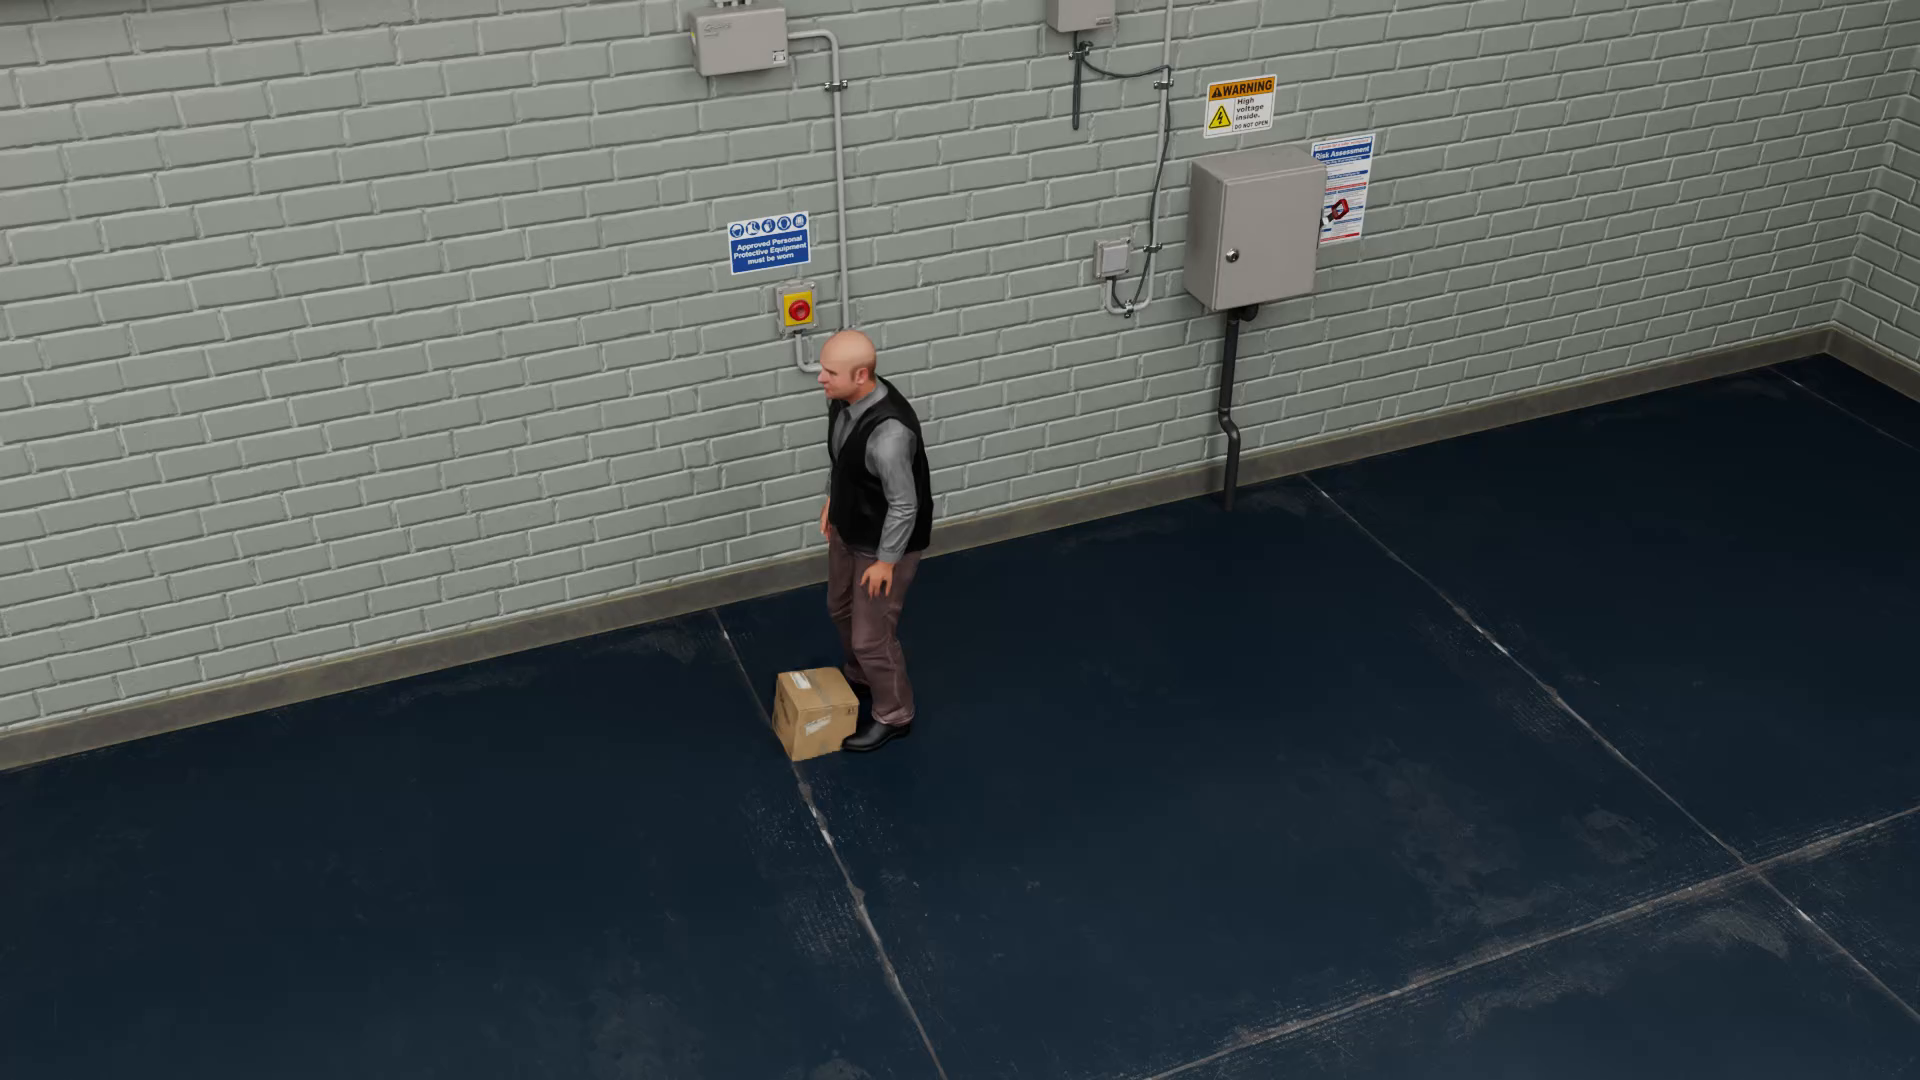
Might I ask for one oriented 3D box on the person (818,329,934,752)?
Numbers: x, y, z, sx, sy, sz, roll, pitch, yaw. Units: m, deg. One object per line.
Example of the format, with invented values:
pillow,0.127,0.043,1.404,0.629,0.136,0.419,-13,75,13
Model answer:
person,-0.323,-0.014,6.183,0.420,1.721,0.570,-14,36,-20
